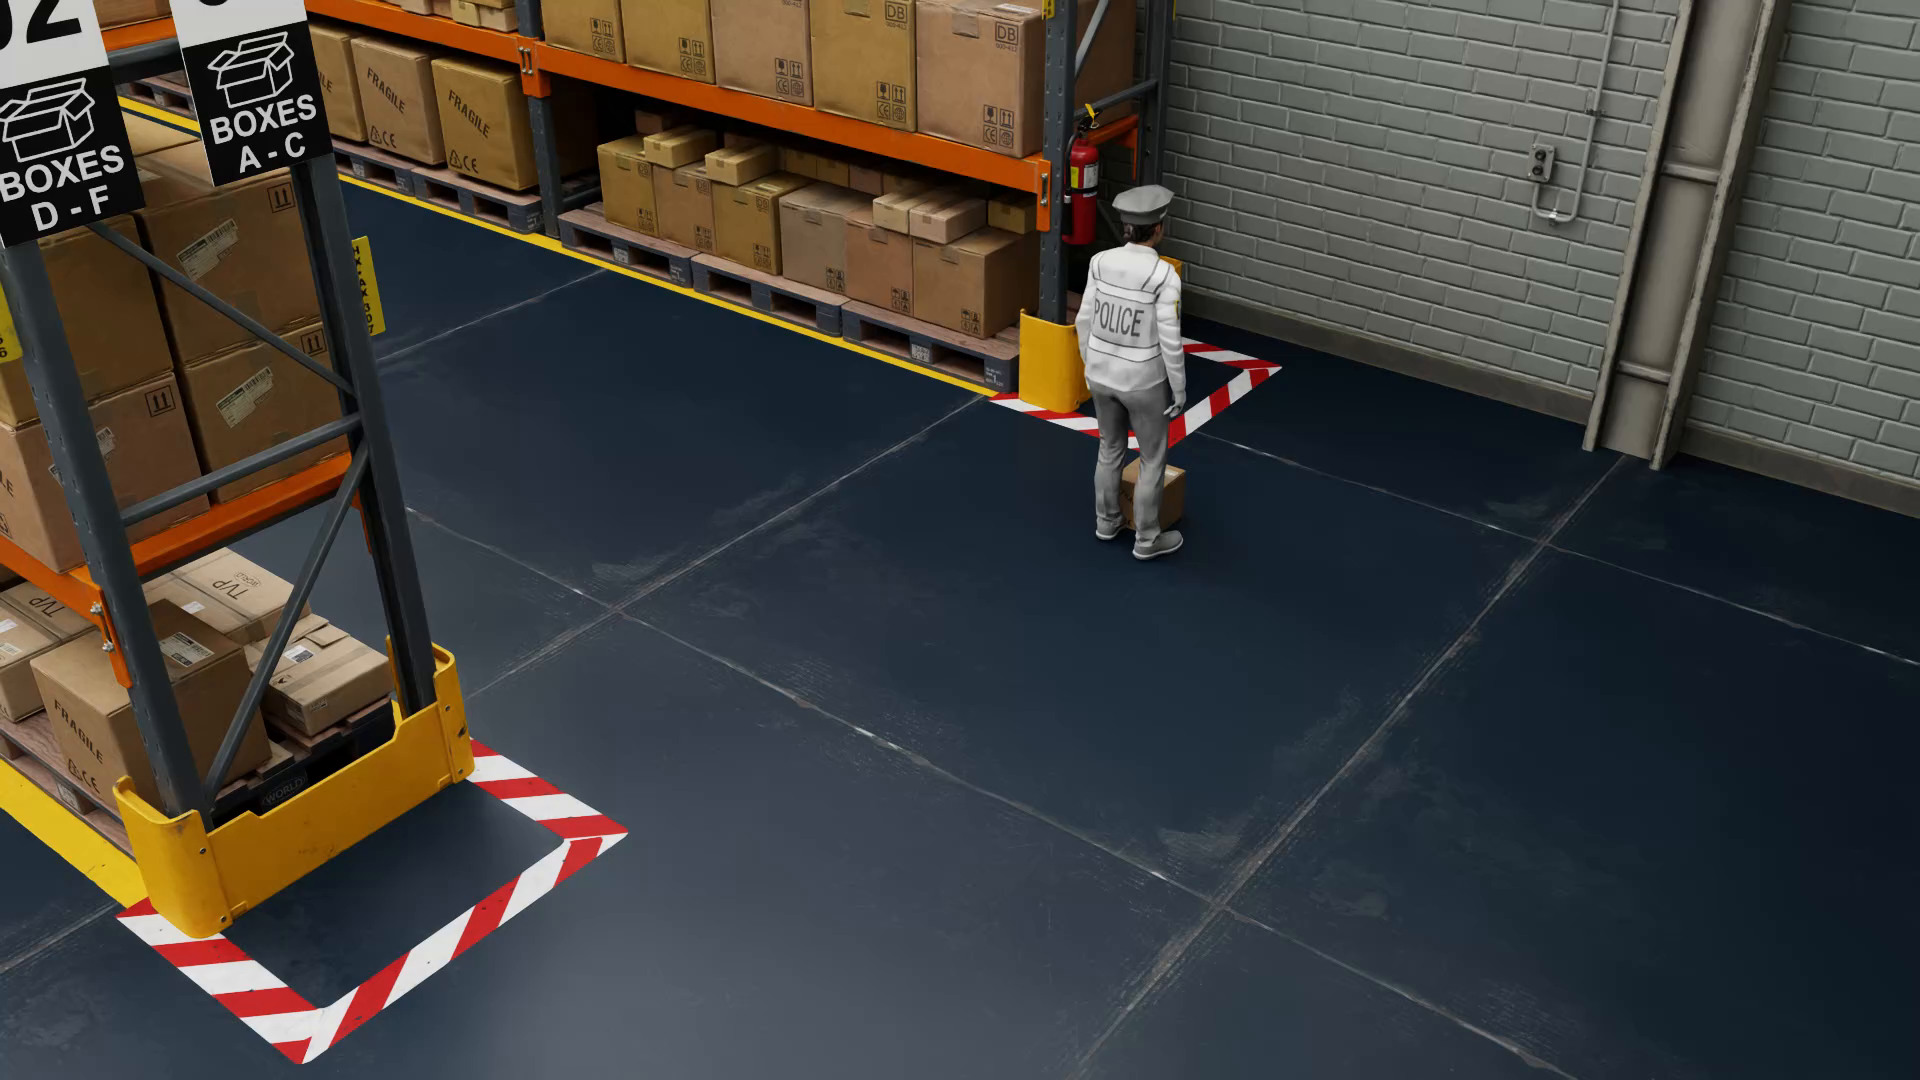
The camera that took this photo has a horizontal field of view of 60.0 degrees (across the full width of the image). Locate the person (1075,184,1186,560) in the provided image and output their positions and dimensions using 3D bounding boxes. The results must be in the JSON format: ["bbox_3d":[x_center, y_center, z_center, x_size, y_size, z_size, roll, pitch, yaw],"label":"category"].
[{"bbox_3d":[0.760,-0.716,7.317,0.529,1.664,0.404,21,37,31],"label":"person"}]
